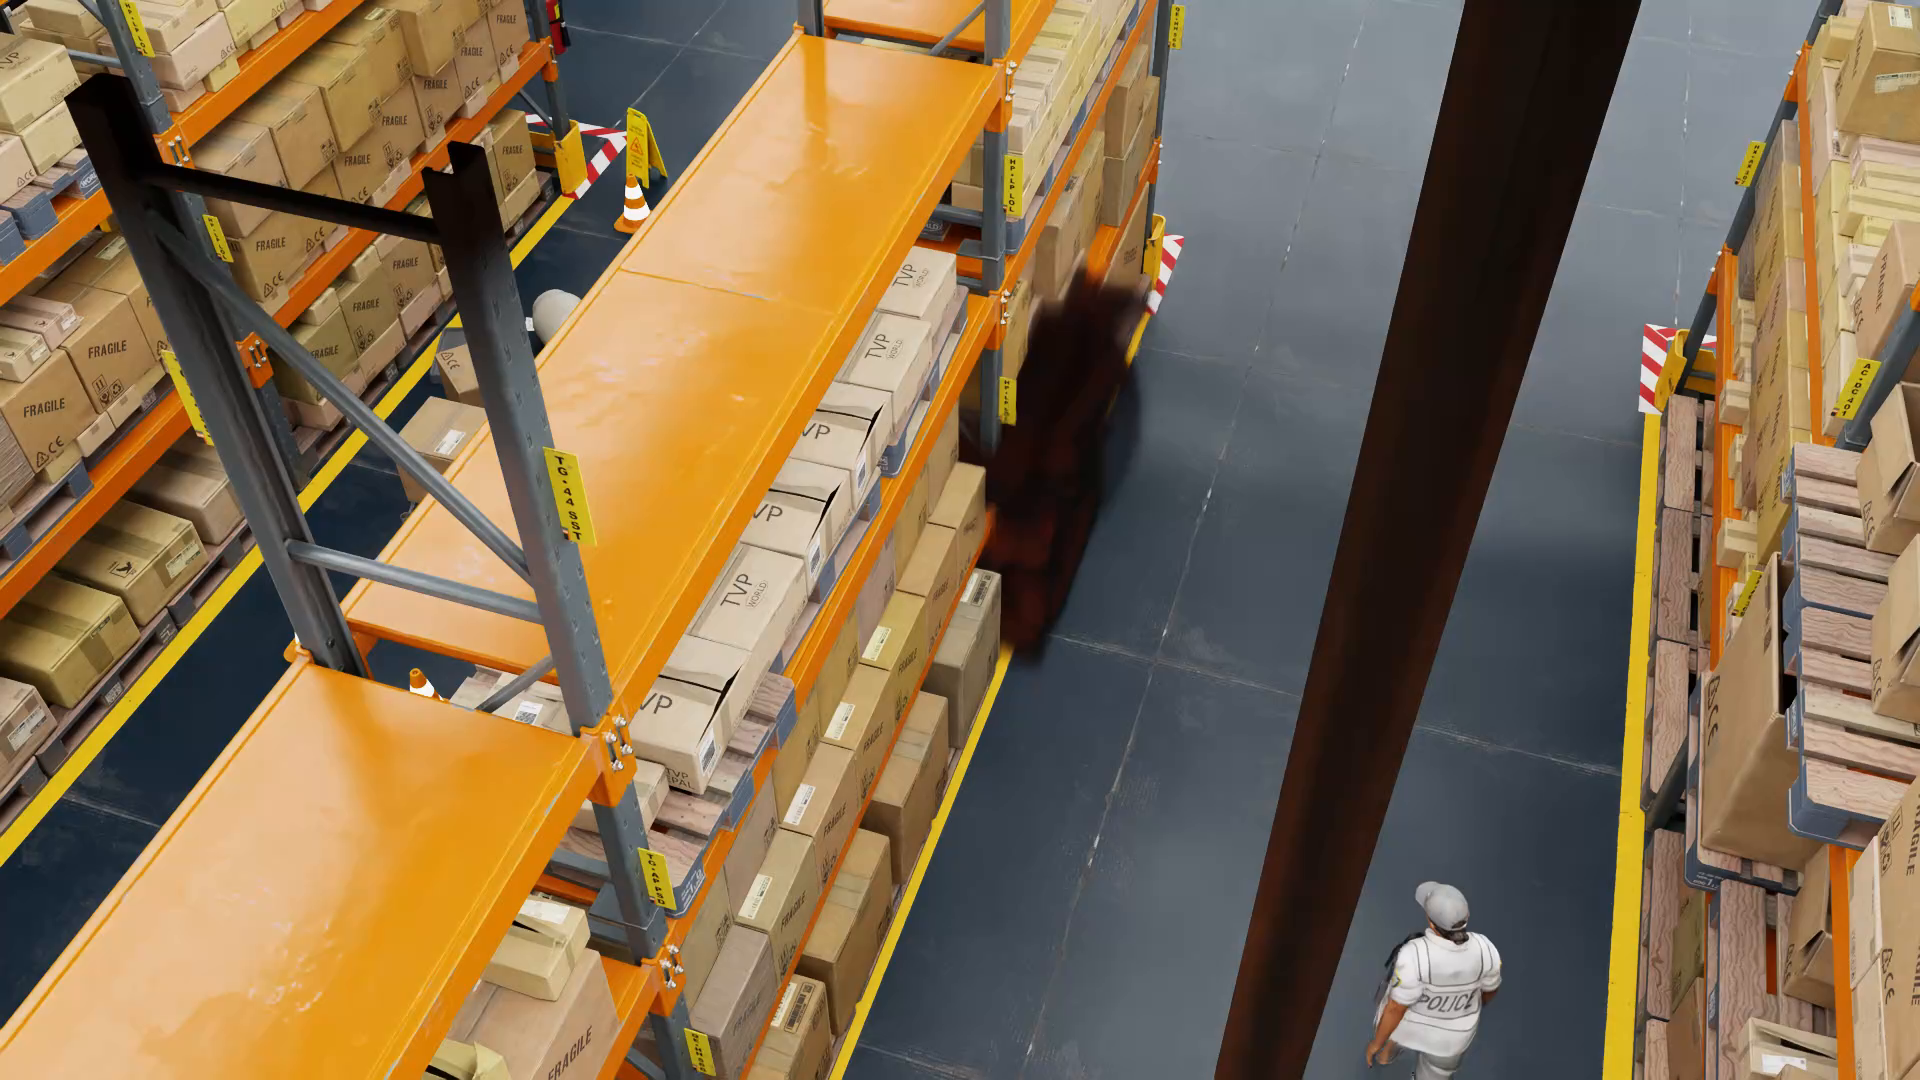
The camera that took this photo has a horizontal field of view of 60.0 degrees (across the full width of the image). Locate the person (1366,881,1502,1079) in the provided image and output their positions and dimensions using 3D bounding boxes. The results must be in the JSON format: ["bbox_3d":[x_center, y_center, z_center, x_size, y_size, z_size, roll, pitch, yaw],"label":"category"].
[{"bbox_3d":[2.105,2.158,7.491,0.490,1.615,0.917,16,48,15],"label":"person"}]
